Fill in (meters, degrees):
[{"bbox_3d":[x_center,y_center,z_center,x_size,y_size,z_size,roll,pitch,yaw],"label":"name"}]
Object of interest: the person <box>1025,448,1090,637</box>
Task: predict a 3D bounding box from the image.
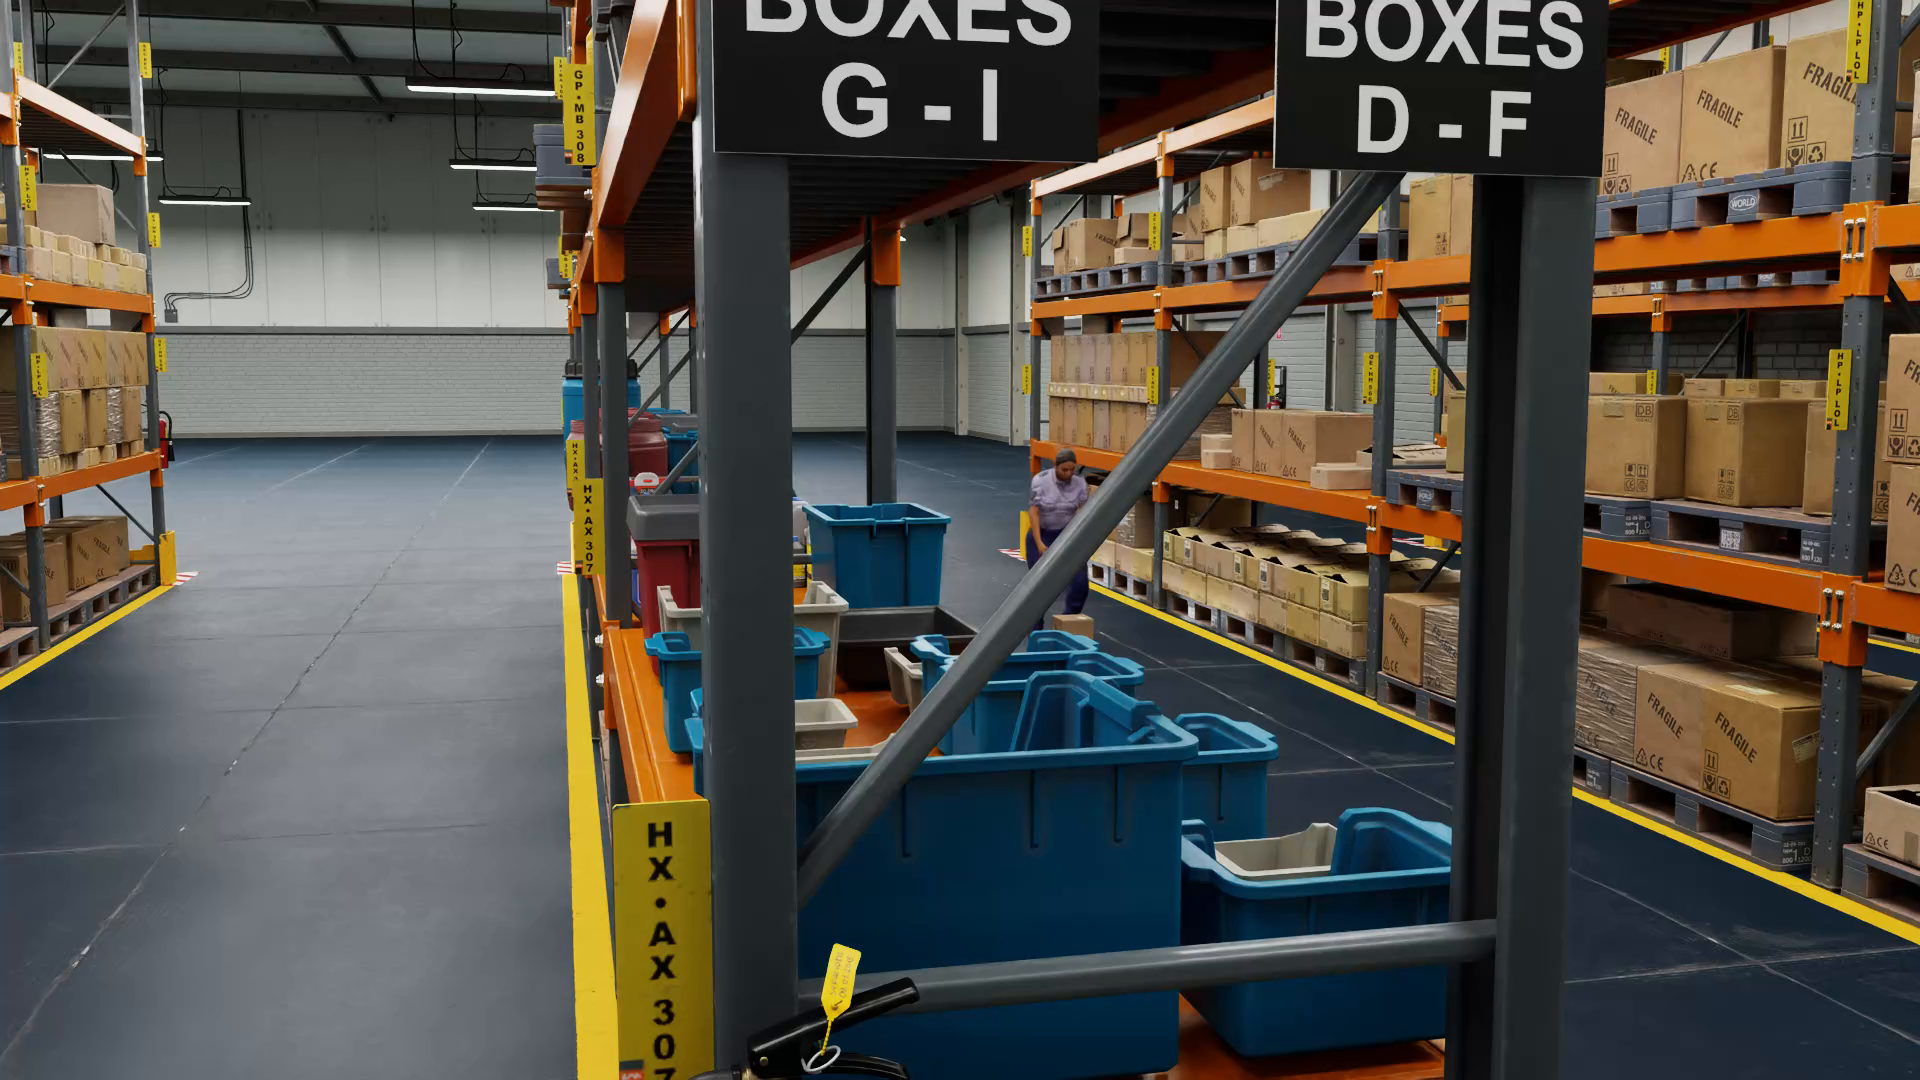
[{"bbox_3d":[0.778,0.033,13.060,0.519,1.529,0.507,-1,6,-13],"label":"person"}]
